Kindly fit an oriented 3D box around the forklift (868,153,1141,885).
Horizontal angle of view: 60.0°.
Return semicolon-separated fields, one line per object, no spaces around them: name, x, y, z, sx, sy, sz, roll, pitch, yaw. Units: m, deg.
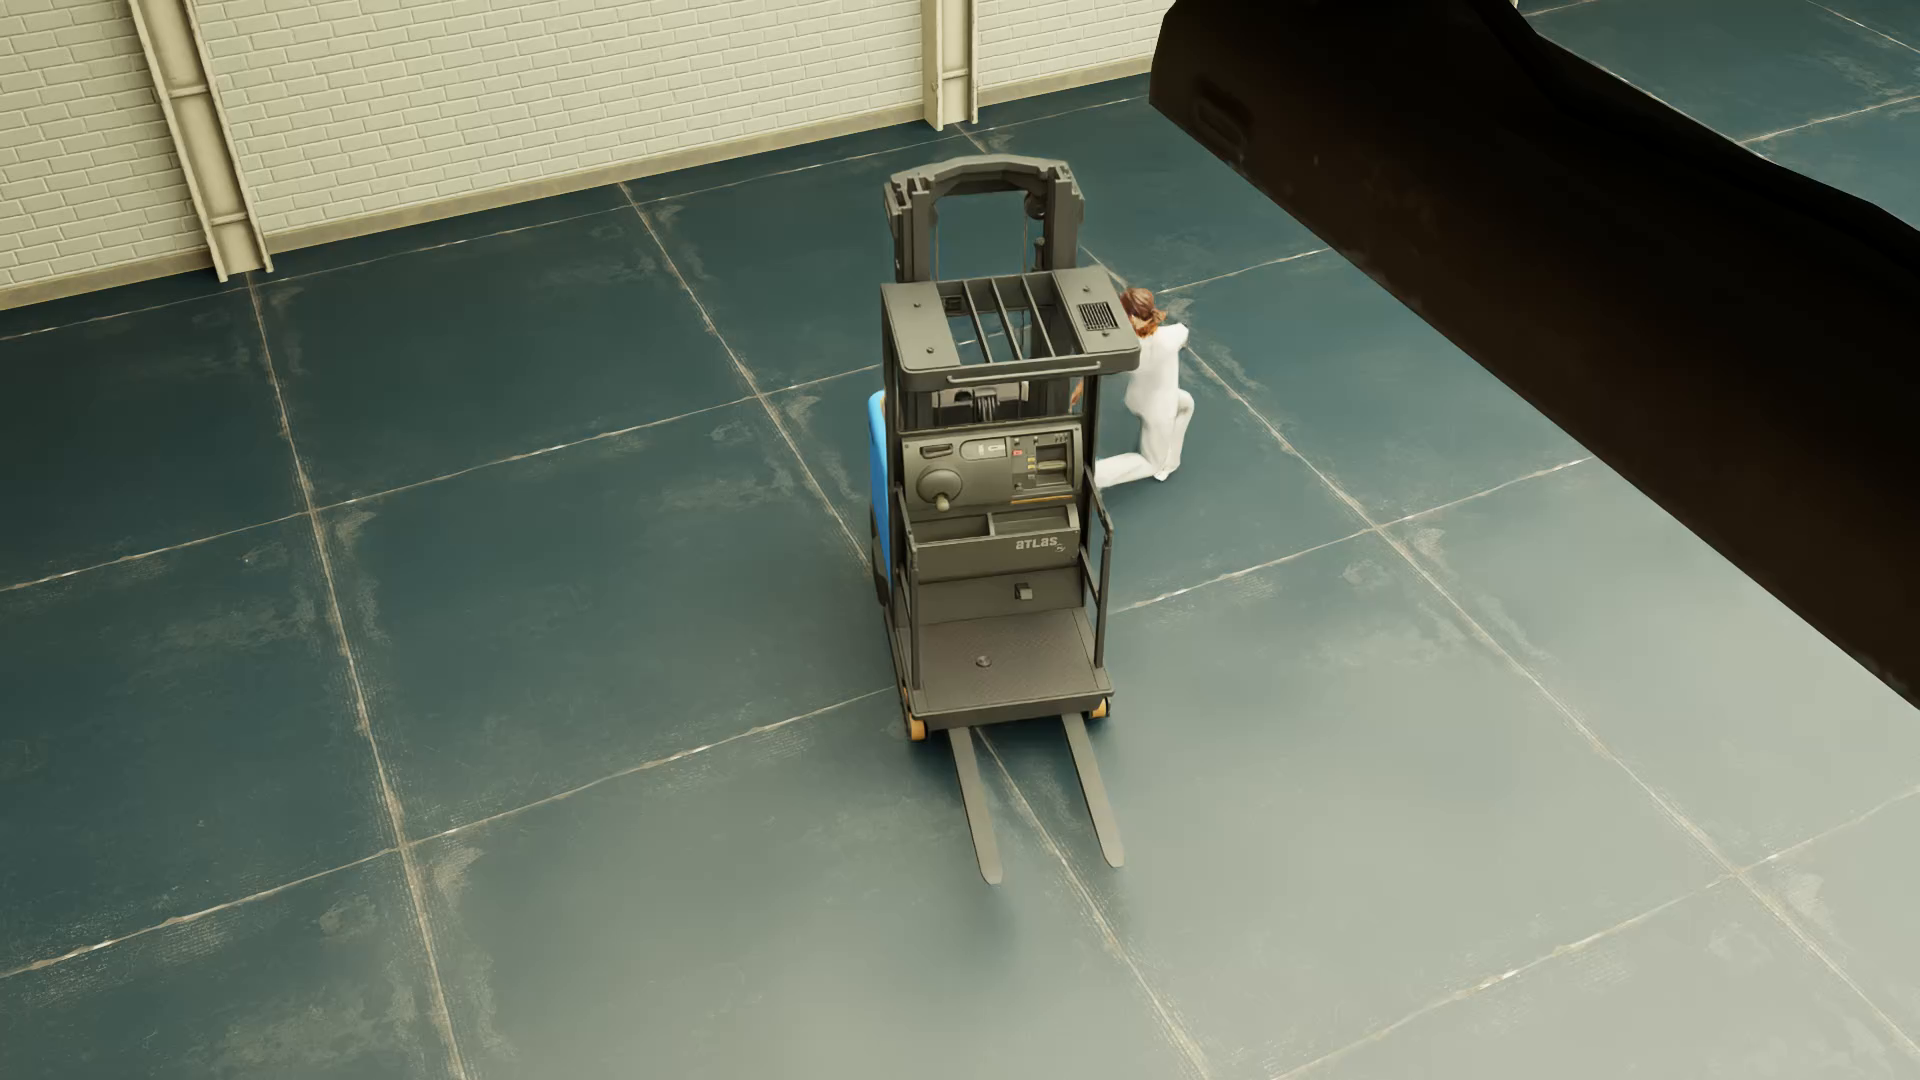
forklift;0.208;-0.293;8.367;1.130;2.935;3.031;-6;40;-8

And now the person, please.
person;1.075;-0.909;10.327;0.608;1.446;0.919;33;50;33
